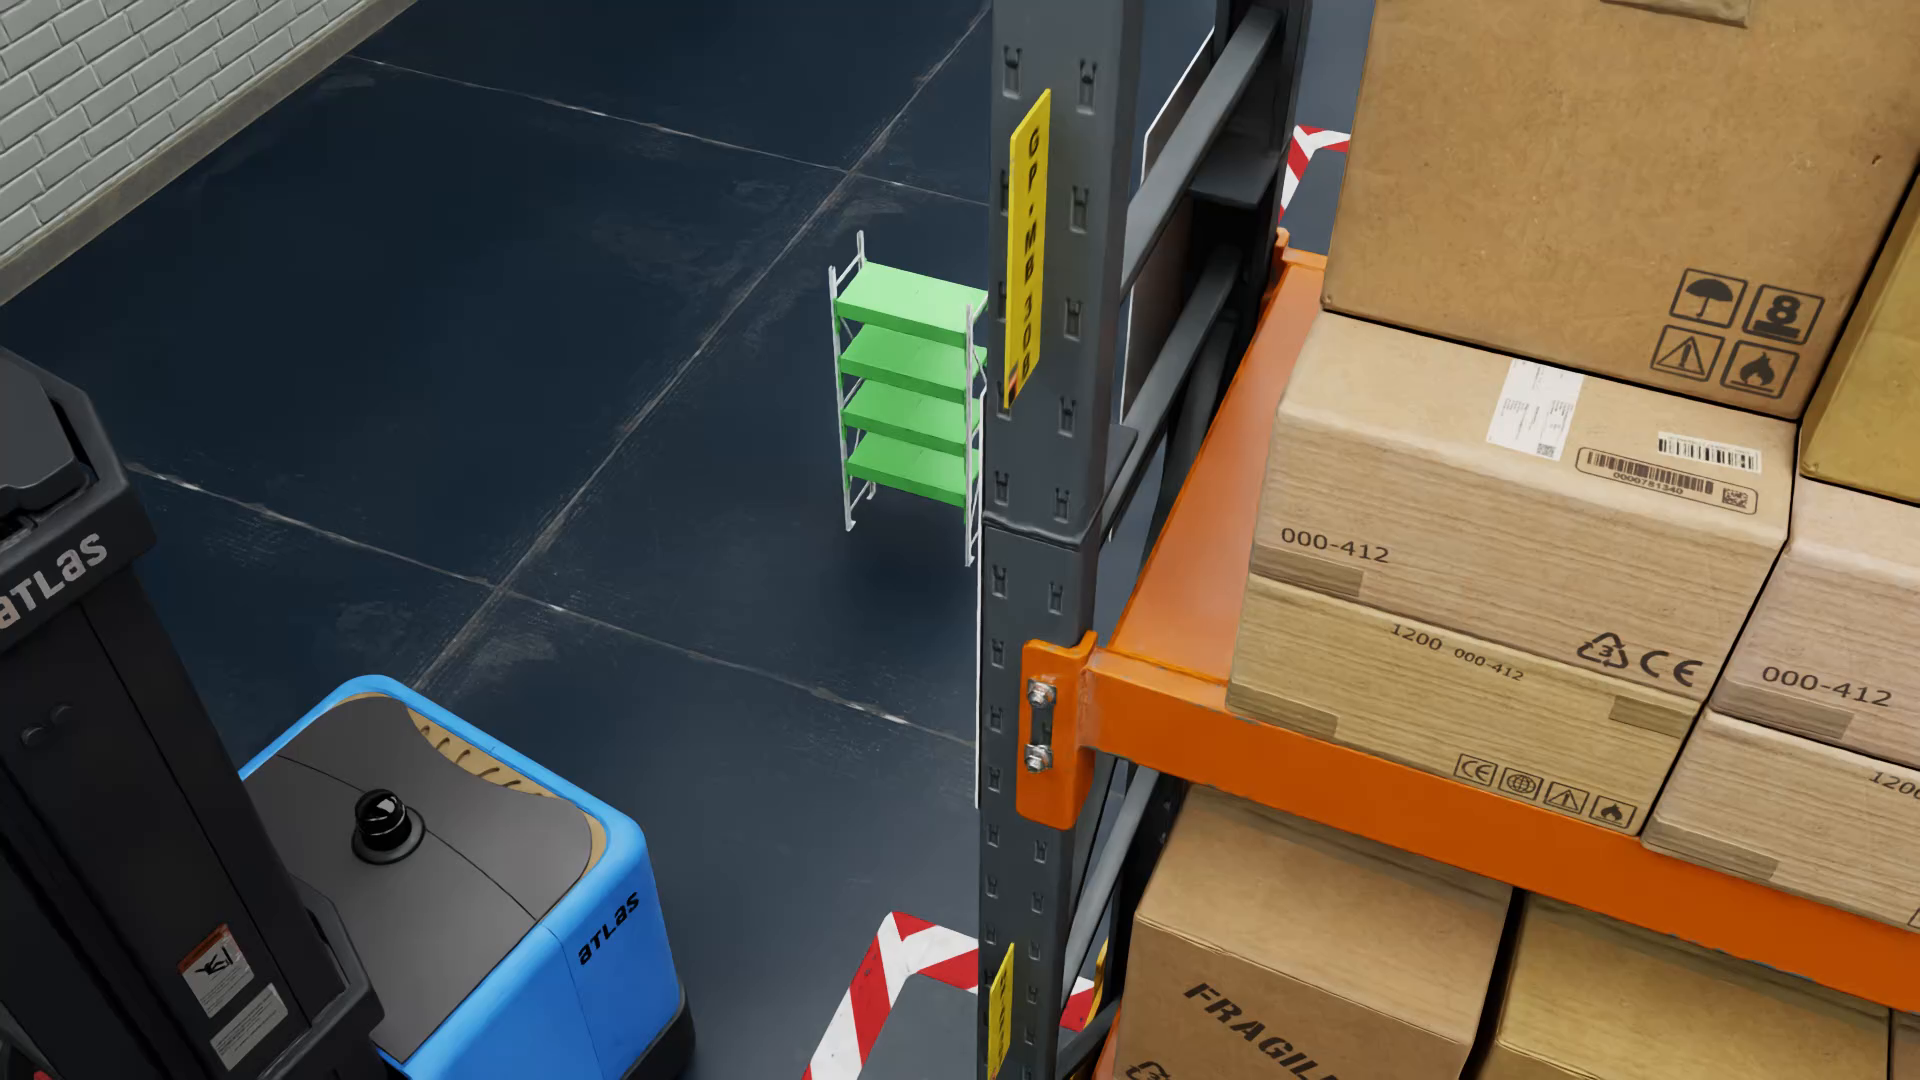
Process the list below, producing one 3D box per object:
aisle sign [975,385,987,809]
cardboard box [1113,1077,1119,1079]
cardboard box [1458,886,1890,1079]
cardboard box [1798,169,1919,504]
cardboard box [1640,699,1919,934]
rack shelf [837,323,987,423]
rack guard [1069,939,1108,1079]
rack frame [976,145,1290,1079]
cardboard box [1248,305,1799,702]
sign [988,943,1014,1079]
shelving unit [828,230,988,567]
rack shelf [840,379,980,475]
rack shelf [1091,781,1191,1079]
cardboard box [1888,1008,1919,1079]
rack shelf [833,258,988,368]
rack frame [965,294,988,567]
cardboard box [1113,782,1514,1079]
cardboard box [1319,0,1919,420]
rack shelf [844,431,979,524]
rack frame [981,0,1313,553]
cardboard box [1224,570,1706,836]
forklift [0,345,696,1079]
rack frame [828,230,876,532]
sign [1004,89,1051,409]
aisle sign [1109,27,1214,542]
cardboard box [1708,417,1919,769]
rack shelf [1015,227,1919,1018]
[{"bbox_3d":[0.100,-0.013,2.293,0.004,0.787,0.394,16,47,16],"label":"aisle sign"},{"bbox_3d":[0.584,0.993,3.055,0.500,0.500,0.500,17,47,17],"label":"cardboard box"},{"bbox_3d":[1.070,0.775,2.564,0.500,0.500,0.500,17,47,16],"label":"cardboard box"},{"bbox_3d":[1.185,-0.398,1.616,0.500,0.500,0.700,16,47,16],"label":"cardboard box"},{"bbox_3d":[1.109,0.175,1.927,0.500,0.250,0.500,16,47,16],"label":"cardboard box"},{"bbox_3d":[-0.153,-0.595,5.748,0.480,0.148,0.258,16,47,16],"label":"rack shelf"},{"bbox_3d":[0.346,1.643,4.245,0.348,0.500,1.175,16,47,16],"label":"rack guard"},{"bbox_3d":[0.276,0.736,3.384,0.127,3.000,1.000,16,47,16],"label":"rack frame"},{"bbox_3d":[0.650,-0.143,1.892,0.500,0.250,0.500,16,47,16],"label":"cardboard box"},{"bbox_3d":[0.067,0.782,2.723,0.005,0.325,0.100,16,47,16],"label":"sign"},{"bbox_3d":[-0.153,-0.470,5.872,0.503,1.200,0.258,16,47,16],"label":"shelving unit"},{"bbox_3d":[-0.153,-0.425,5.917,0.480,0.148,0.258,16,47,16],"label":"rack shelf"},{"bbox_3d":[2.122,1.534,3.092,4.000,0.370,1.077,16,47,16],"label":"rack shelf"},{"bbox_3d":[1.529,0.914,2.425,0.500,0.500,0.500,17,47,16],"label":"cardboard box"},{"bbox_3d":[-0.153,-0.765,5.579,0.480,0.148,0.258,16,47,16],"label":"rack shelf"},{"bbox_3d":[0.072,-0.404,5.805,0.015,1.200,0.240,16,47,16],"label":"rack frame"},{"bbox_3d":[0.584,0.638,2.702,0.500,0.500,0.500,18,48,17],"label":"cardboard box"},{"bbox_3d":[0.757,-0.588,1.808,0.500,0.500,0.700,16,47,16],"label":"cardboard box"},{"bbox_3d":[-0.153,-0.255,6.086,0.480,0.148,0.258,16,47,16],"label":"rack shelf"},{"bbox_3d":[0.276,-1.391,1.268,0.127,3.000,1.000,16,47,16],"label":"rack frame"},{"bbox_3d":[0.652,0.031,2.072,0.500,0.250,0.500,16,47,16],"label":"cardboard box"},{"bbox_3d":[-1.972,1.111,3.055,1.130,2.935,3.031,25,50,23],"label":"forklift"},{"bbox_3d":[-0.378,-0.537,5.939,0.015,1.200,0.240,16,47,16],"label":"rack frame"},{"bbox_3d":[0.067,-0.284,1.662,0.005,0.325,0.100,16,47,16],"label":"sign"},{"bbox_3d":[0.331,-0.404,2.686,0.004,0.787,0.394,16,47,16],"label":"aisle sign"},{"bbox_3d":[1.109,-0.002,1.751,0.500,0.250,0.500,16,47,16],"label":"cardboard box"},{"bbox_3d":[2.122,0.471,2.034,4.000,0.370,1.077,16,47,16],"label":"rack shelf"}]
